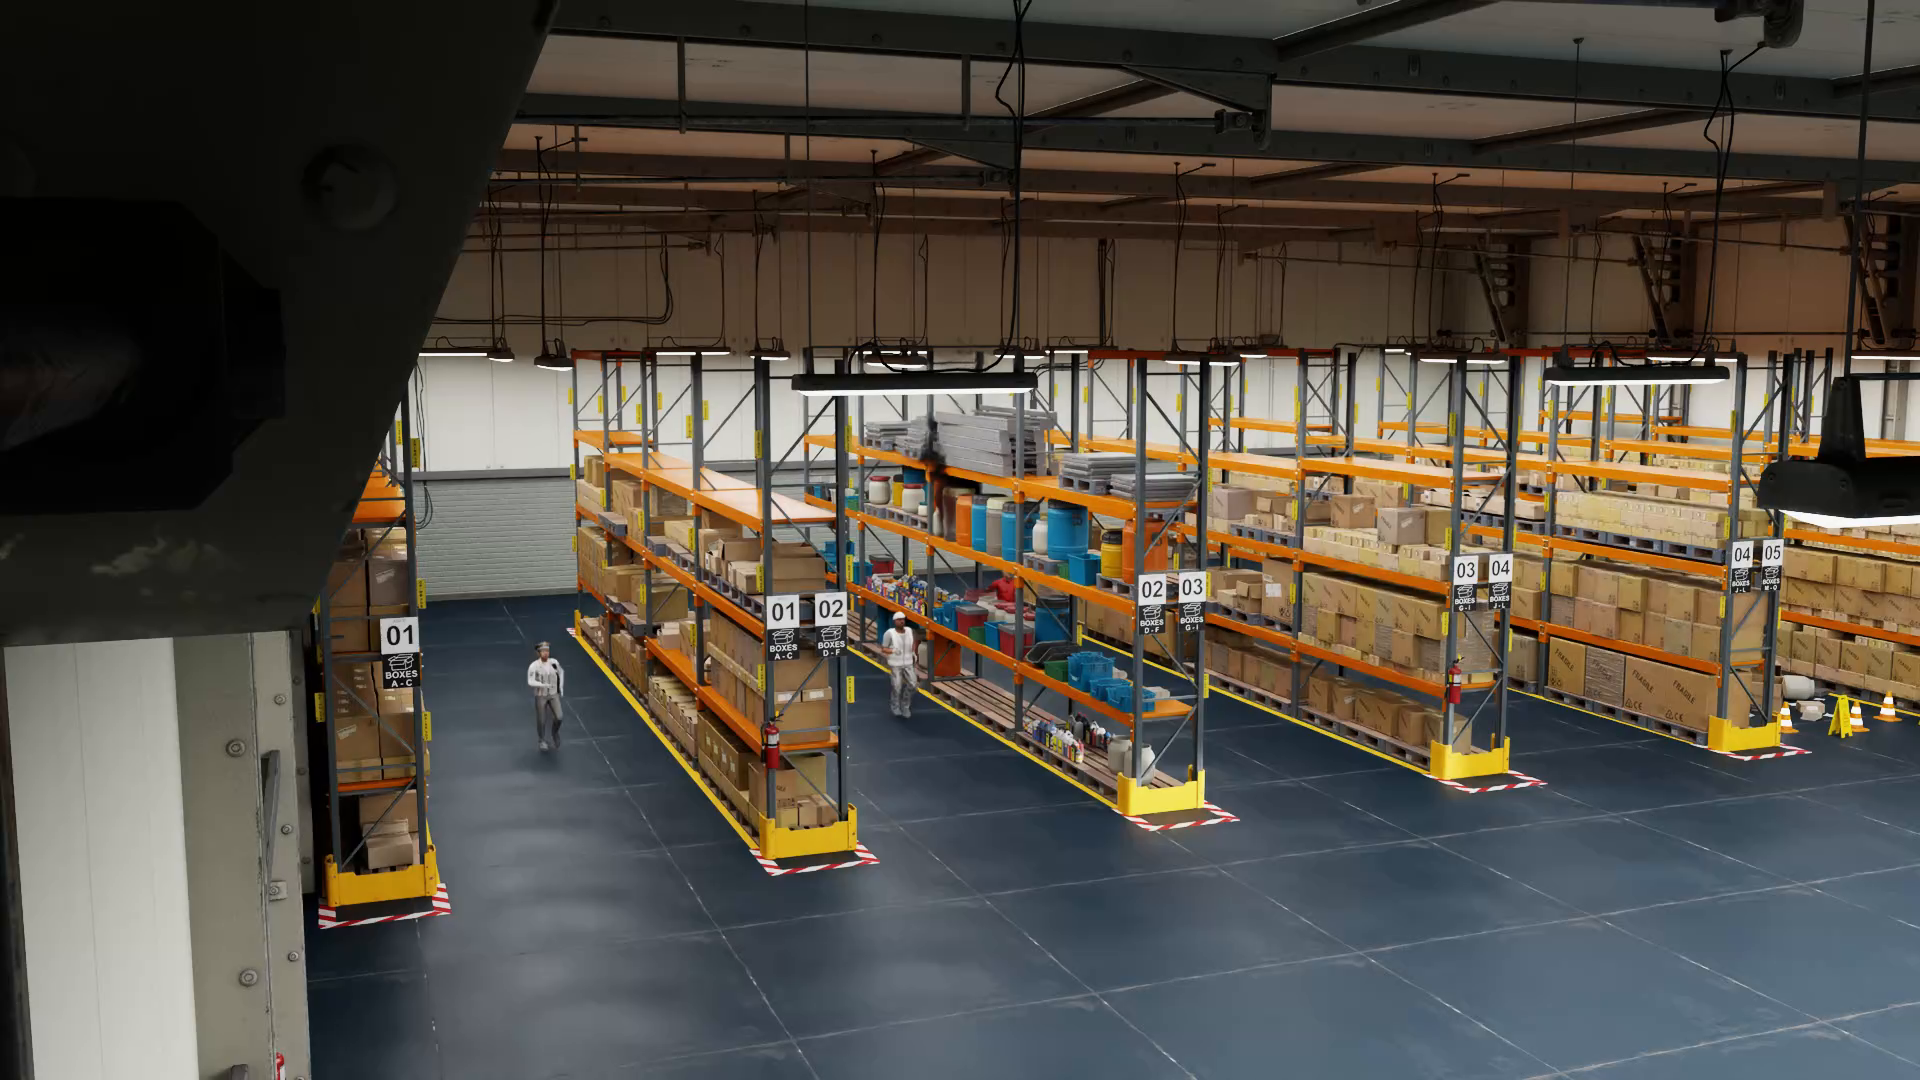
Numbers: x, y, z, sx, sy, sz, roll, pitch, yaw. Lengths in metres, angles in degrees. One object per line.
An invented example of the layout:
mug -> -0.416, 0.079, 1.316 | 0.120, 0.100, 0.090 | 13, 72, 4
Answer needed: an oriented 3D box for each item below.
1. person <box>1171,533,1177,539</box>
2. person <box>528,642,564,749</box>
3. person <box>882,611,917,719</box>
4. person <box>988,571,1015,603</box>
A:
person -> 5.036, 0.675, 38.858 | 0.594, 1.715, 0.887 | -2, 7, -12
person -> -6.240, 2.368, 25.220 | 0.616, 1.678, 0.612 | -4, 8, -29
person -> -0.943, 2.066, 27.283 | 0.662, 1.782, 0.644 | -3, 8, -22
person -> 0.930, 1.388, 32.760 | 0.657, 1.743, 0.956 | -4, 8, -27
